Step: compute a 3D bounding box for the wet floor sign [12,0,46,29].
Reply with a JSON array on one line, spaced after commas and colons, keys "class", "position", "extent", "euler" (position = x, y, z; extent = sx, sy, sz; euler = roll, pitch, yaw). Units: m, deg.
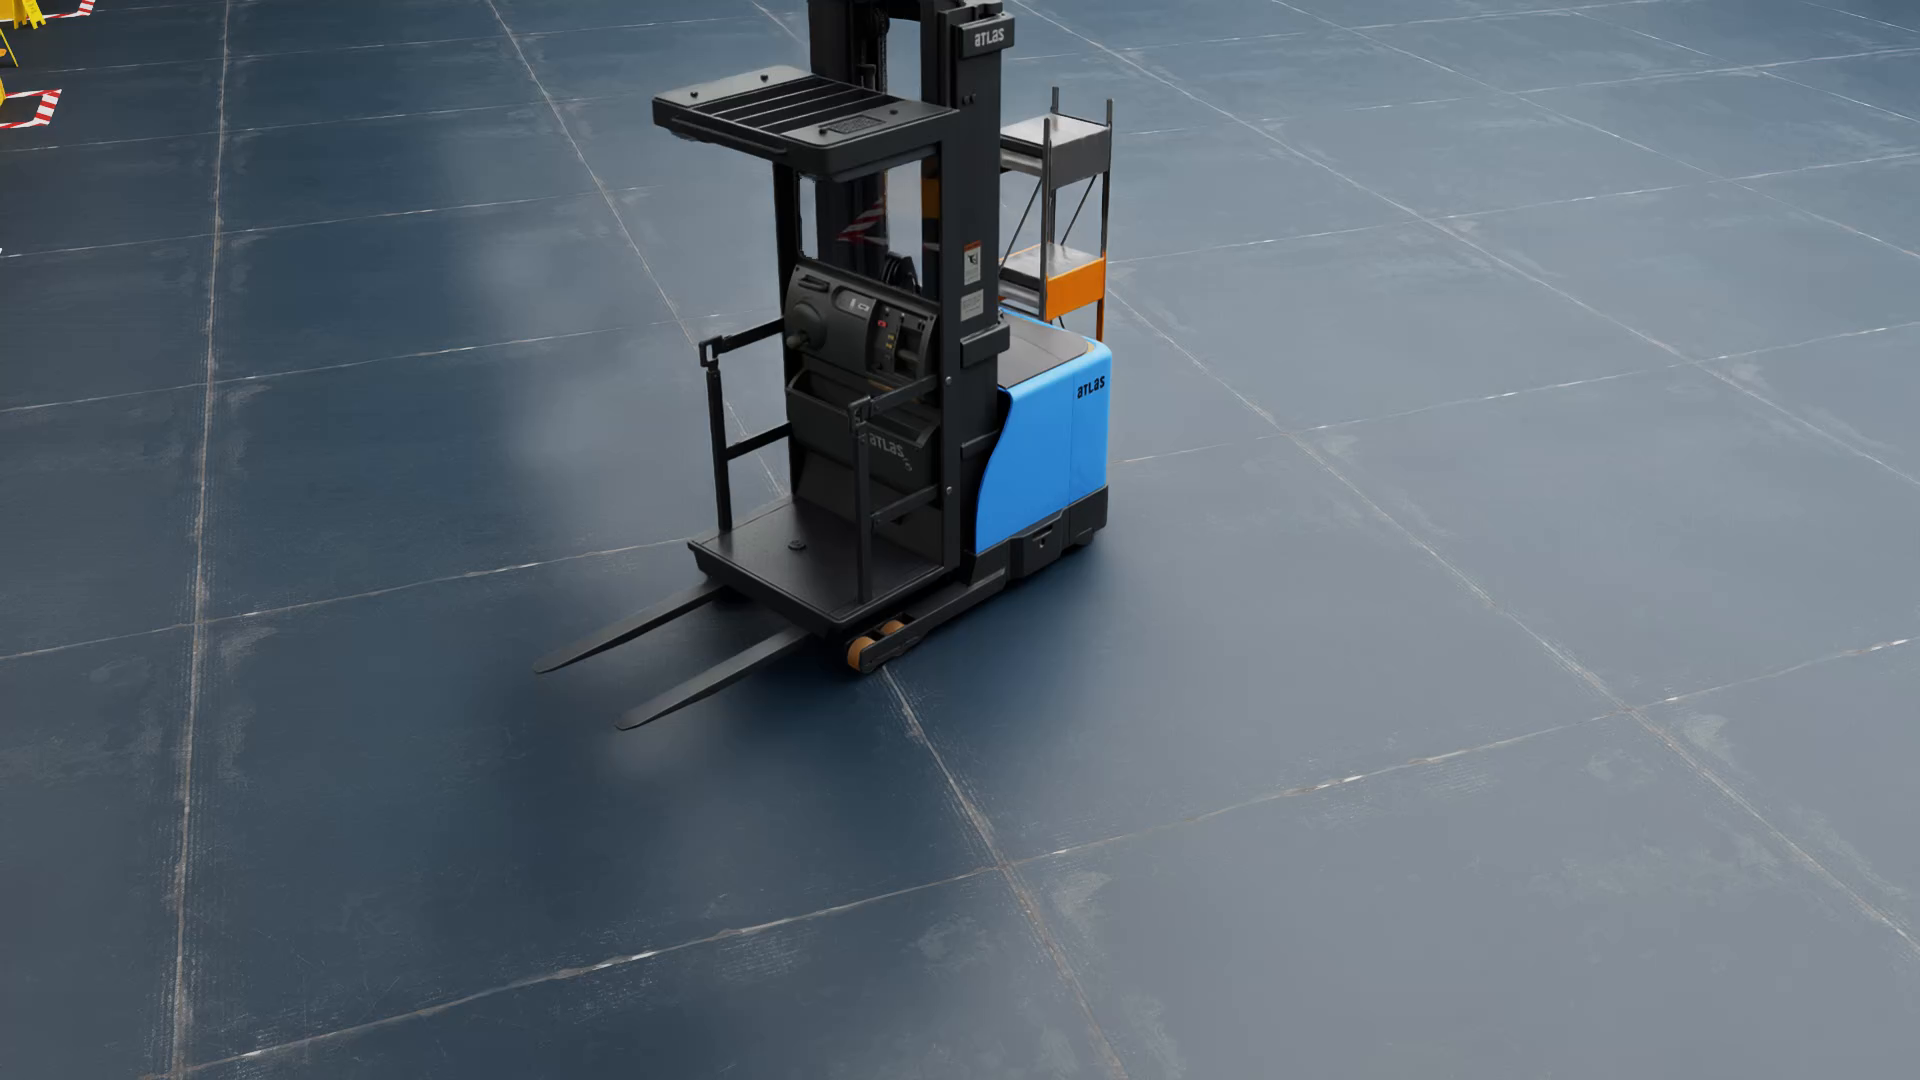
[{"class": "wet floor sign", "position": [-10.686, -6.184, 18.953], "extent": [0.232, 0.644, 0.267], "euler": [0, 30, 0]}]

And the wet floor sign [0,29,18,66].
[{"class": "wet floor sign", "position": [-10.080, -5.292, 17.387], "extent": [0.232, 0.644, 0.267], "euler": [-16, 33, -26]}]

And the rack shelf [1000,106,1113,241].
[{"class": "rack shelf", "position": [0.463, -1.894, 8.566], "extent": [0.431, 0.518, 0.480], "euler": [25, 38, 37]}]

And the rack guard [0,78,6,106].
[{"class": "rack guard", "position": [-9.394, -4.310, 15.809], "extent": [0.348, 0.500, 1.175], "euler": [-10, 31, -18]}]

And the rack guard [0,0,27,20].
[{"class": "rack guard", "position": [-11.309, -6.571, 19.779], "extent": [0.348, 0.500, 1.175], "euler": [-10, 31, -18]}]

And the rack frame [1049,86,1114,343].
[{"class": "rack frame", "position": [0.631, -1.385, 9.060], "extent": [0.400, 2.100, 0.015], "euler": [25, 38, 37]}]

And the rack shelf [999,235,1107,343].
[{"class": "rack shelf", "position": [0.463, -1.286, 8.913], "extent": [0.431, 0.518, 0.480], "euler": [25, 38, 37]}]

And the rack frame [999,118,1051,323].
[{"class": "rack frame", "position": [0.295, -1.210, 8.752], "extent": [0.400, 2.100, 0.015], "euler": [25, 38, 37]}]

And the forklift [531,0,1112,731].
[{"class": "forklift", "position": [-0.605, -0.945, 7.448], "extent": [1.130, 2.935, 3.031], "euler": [25, 38, 37]}]

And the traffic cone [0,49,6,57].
[{"class": "traffic cone", "position": [-10.485, -5.439, 17.830], "extent": [0.334, 0.463, 0.336], "euler": [-10, 31, -18]}]

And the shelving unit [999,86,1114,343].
[{"class": "shelving unit", "position": [0.463, -1.297, 8.906], "extent": [0.431, 2.100, 0.503], "euler": [25, 38, 37]}]
